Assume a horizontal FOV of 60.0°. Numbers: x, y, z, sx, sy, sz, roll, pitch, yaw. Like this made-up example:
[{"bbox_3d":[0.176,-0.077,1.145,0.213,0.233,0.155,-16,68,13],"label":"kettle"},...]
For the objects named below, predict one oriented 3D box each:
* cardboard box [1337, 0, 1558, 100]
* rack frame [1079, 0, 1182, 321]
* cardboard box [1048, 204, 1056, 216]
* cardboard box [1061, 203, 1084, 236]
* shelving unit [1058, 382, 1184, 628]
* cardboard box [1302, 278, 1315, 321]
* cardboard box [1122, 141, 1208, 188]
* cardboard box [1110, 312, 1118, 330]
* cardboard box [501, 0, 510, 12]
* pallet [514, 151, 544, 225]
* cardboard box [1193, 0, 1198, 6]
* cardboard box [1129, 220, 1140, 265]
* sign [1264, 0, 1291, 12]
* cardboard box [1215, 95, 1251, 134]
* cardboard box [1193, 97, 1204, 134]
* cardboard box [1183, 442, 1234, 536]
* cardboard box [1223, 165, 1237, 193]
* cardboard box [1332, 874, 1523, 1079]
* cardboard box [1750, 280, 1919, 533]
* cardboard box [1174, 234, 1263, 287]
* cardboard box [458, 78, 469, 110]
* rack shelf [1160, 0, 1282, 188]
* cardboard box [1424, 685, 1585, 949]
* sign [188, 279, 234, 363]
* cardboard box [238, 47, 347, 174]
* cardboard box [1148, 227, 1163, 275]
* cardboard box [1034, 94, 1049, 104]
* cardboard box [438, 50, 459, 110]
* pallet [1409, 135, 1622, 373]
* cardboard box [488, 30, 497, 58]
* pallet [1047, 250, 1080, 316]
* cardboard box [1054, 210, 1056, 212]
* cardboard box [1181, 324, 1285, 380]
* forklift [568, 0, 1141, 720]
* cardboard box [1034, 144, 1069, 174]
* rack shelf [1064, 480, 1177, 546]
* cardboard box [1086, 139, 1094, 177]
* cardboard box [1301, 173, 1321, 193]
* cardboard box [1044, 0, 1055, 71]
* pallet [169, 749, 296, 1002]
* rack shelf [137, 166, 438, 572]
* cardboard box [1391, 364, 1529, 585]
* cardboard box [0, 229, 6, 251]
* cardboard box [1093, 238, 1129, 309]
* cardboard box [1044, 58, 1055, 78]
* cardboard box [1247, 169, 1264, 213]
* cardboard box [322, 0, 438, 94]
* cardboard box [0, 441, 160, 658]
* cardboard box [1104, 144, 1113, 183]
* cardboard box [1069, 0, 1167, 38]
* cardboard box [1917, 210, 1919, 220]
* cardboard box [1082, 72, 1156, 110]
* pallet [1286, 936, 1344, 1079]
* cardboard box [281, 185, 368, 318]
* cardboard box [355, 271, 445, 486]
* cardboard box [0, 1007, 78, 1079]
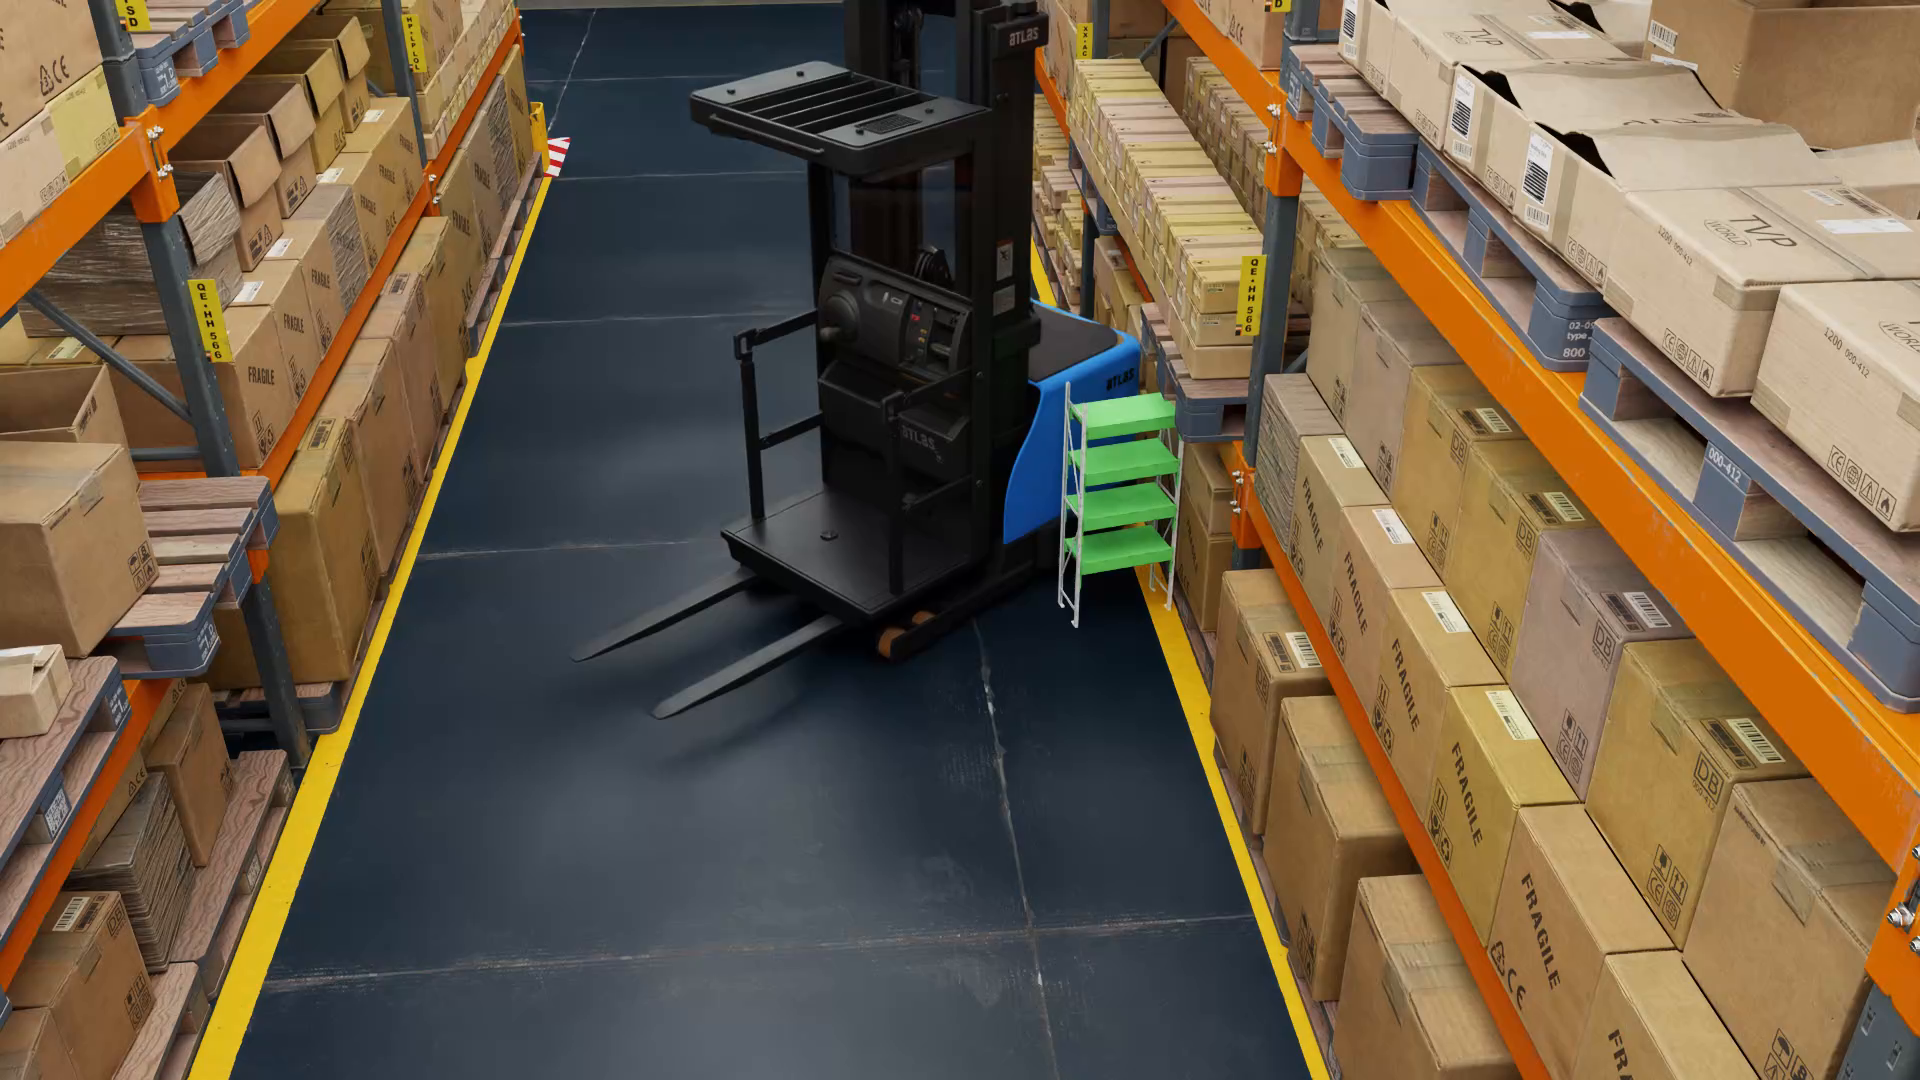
[{"bbox_3d":[1.497,-1.589,5.140,0.500,0.311,0.500,-3,31,-5],"label":"cardboard box"},{"bbox_3d":[1.275,-2.539,10.075,1.000,3.000,0.127,-3,31,-5],"label":"rack frame"},{"bbox_3d":[0.845,-2.344,12.119,0.380,0.149,0.250,-2,31,-4],"label":"cardboard box"},{"bbox_3d":[0.889,-2.175,11.257,0.380,0.149,0.250,-3,31,-5],"label":"cardboard box"},{"bbox_3d":[0.760,-0.188,7.894,0.503,1.200,0.258,-9,32,-15],"label":"shelving unit"},{"bbox_3d":[1.757,-1.082,7.471,0.380,0.149,0.250,-1,31,-2],"label":"cardboard box"},{"bbox_3d":[1.004,-1.846,8.170,0.380,0.149,0.250,-2,31,-3],"label":"cardboard box"},{"bbox_3d":[1.131,-0.986,9.503,0.500,0.500,0.500,-1,31,-2],"label":"cardboard box"},{"bbox_3d":[-3.737,-4.223,12.752,0.500,0.250,0.500,-3,31,-5],"label":"cardboard box"},{"bbox_3d":[-3.894,-2.793,13.221,1.003,0.211,1.213,-3,31,-5],"label":"pallet"},{"bbox_3d":[1.240,-2.617,7.183,0.500,0.500,0.500,-3,31,-5],"label":"cardboard box"},{"bbox_3d":[1.030,-1.454,8.094,0.380,0.149,0.250,-2,31,-3],"label":"cardboard box"},{"bbox_3d":[1.108,-1.981,5.713,0.100,0.325,0.005,-3,31,-5],"label":"sign"},{"bbox_3d":[1.580,-2.268,8.877,0.380,0.149,0.250,-3,31,-5],"label":"cardboard box"},{"bbox_3d":[1.534,-2.411,9.406,0.380,0.149,0.250,-3,31,-4],"label":"cardboard box"},{"bbox_3d":[1.324,-0.262,7.561,0.500,0.250,0.500,-3,31,-6],"label":"cardboard box"},{"bbox_3d":[1.610,-1.888,8.821,0.380,0.149,0.250,-4,31,-7],"label":"cardboard box"},{"bbox_3d":[1.788,1.526,5.054,1.050,0.750,0.750,-3,31,-5],"label":"cardboard box"},{"bbox_3d":[1.797,-0.254,2.964,0.500,0.250,0.500,-2,31,-4],"label":"cardboard box"},{"bbox_3d":[1.125,-1.181,7.057,0.380,0.149,0.250,-3,31,-5],"label":"cardboard box"},{"bbox_3d":[-3.470,-2.945,11.000,0.380,0.149,0.250,-3,31,-5],"label":"cardboard box"},{"bbox_3d":[1.462,-2.497,7.781,1.077,0.370,4.000,-3,31,-5],"label":"rack shelf"},{"bbox_3d":[1.613,0.733,4.500,0.500,0.500,0.500,-2,31,-4],"label":"cardboard box"},{"bbox_3d":[-2.760,-0.804,6.120,0.100,0.325,0.005,-3,31,-5],"label":"sign"},{"bbox_3d":[-3.552,-2.150,8.348,0.797,0.503,0.637,-2,31,-4],"label":"cardboard box"},{"bbox_3d":[1.072,-1.325,7.589,0.380,0.149,0.250,-3,31,-4],"label":"cardboard box"},{"bbox_3d":[0.612,-3.509,13.490,0.380,0.149,0.250,-4,31,-7],"label":"cardboard box"},{"bbox_3d":[-3.498,-2.923,10.574,0.500,0.250,0.500,-3,31,-5],"label":"cardboard box"},{"bbox_3d":[1.869,-0.806,4.434,1.003,0.211,1.213,-1,31,-2],"label":"pallet"},{"bbox_3d":[-3.589,-3.600,12.096,0.380,0.149,0.250,-3,31,-6],"label":"cardboard box"},{"bbox_3d":[1.177,-1.683,11.361,1.003,0.211,1.213,-3,31,-5],"label":"pallet"},{"bbox_3d":[0.875,-2.442,11.993,0.380,0.149,0.250,-4,31,-7],"label":"cardboard box"},{"bbox_3d":[1.145,-0.799,6.998,0.380,0.149,0.250,-2,31,-4],"label":"cardboard box"},{"bbox_3d":[-0.461,-0.983,7.538,1.130,2.935,3.031,27,40,37],"label":"forklift"},{"bbox_3d":[0.754,-2.838,12.367,0.380,0.149,0.250,-2,31,-4],"label":"cardboard box"},{"bbox_3d":[0.760,-0.133,7.927,0.480,0.148,0.258,-9,32,-15],"label":"rack shelf"},{"bbox_3d":[0.905,-2.119,9.208,0.380,0.149,0.250,-3,31,-4],"label":"cardboard box"},{"bbox_3d":[1.701,-1.605,7.768,0.380,0.149,0.250,-1,31,-2],"label":"cardboard box"},{"bbox_3d":[0.856,-3.462,11.233,0.500,0.500,0.500,-3,31,-5],"label":"cardboard box"},{"bbox_3d":[-3.228,1.286,6.392,1.003,0.211,1.213,-3,31,-5],"label":"pallet"},{"bbox_3d":[-3.486,-1.023,8.239,1.077,0.370,4.000,-3,31,-5],"label":"rack shelf"},{"bbox_3d":[1.779,-0.219,5.119,0.700,0.500,0.500,-3,31,-5],"label":"cardboard box"},{"bbox_3d":[-2.907,-0.794,4.375,0.500,0.250,0.500,-2,31,-3],"label":"cardboard box"},{"bbox_3d":[1.081,-1.578,9.763,0.500,0.250,0.500,-4,31,-7],"label":"cardboard box"},{"bbox_3d":[0.797,-3.360,11.695,0.380,0.149,0.250,-2,31,-4],"label":"cardboard box"},{"bbox_3d":[1.652,-1.748,8.297,0.380,0.149,0.250,-2,31,-3],"label":"cardboard box"},{"bbox_3d":[-3.463,-2.995,9.963,0.500,0.500,0.500,-3,31,-5],"label":"cardboard box"},{"bbox_3d":[-3.057,0.020,5.284,0.700,0.500,0.500,2,31,3],"label":"cardboard box"},{"bbox_3d":[0.957,-1.981,8.687,0.380,0.149,0.250,-2,31,-3],"label":"cardboard box"},{"bbox_3d":[0.962,-3.366,10.097,0.500,0.500,0.500,-4,31,-6],"label":"cardboard box"},{"bbox_3d":[6.331,-1.783,10.472,0.875,0.875,0.875,-2,31,-3],"label":"cardboard box"},{"bbox_3d":[0.886,-2.501,9.268,0.380,0.149,0.250,-2,31,-3],"label":"cardboard box"},{"bbox_3d":[1.758,1.728,5.651,1.003,0.211,1.213,-3,31,-5],"label":"pallet"},{"bbox_3d":[-3.220,-1.394,8.062,0.500,0.500,0.500,-3,31,-4],"label":"cardboard box"},{"bbox_3d":[-3.509,-0.839,8.892,1.225,0.875,0.875,-4,31,-6],"label":"cardboard box"},{"bbox_3d":[-3.040,1.771,4.868,0.700,0.500,0.500,-5,31,-9],"label":"cardboard box"}]
